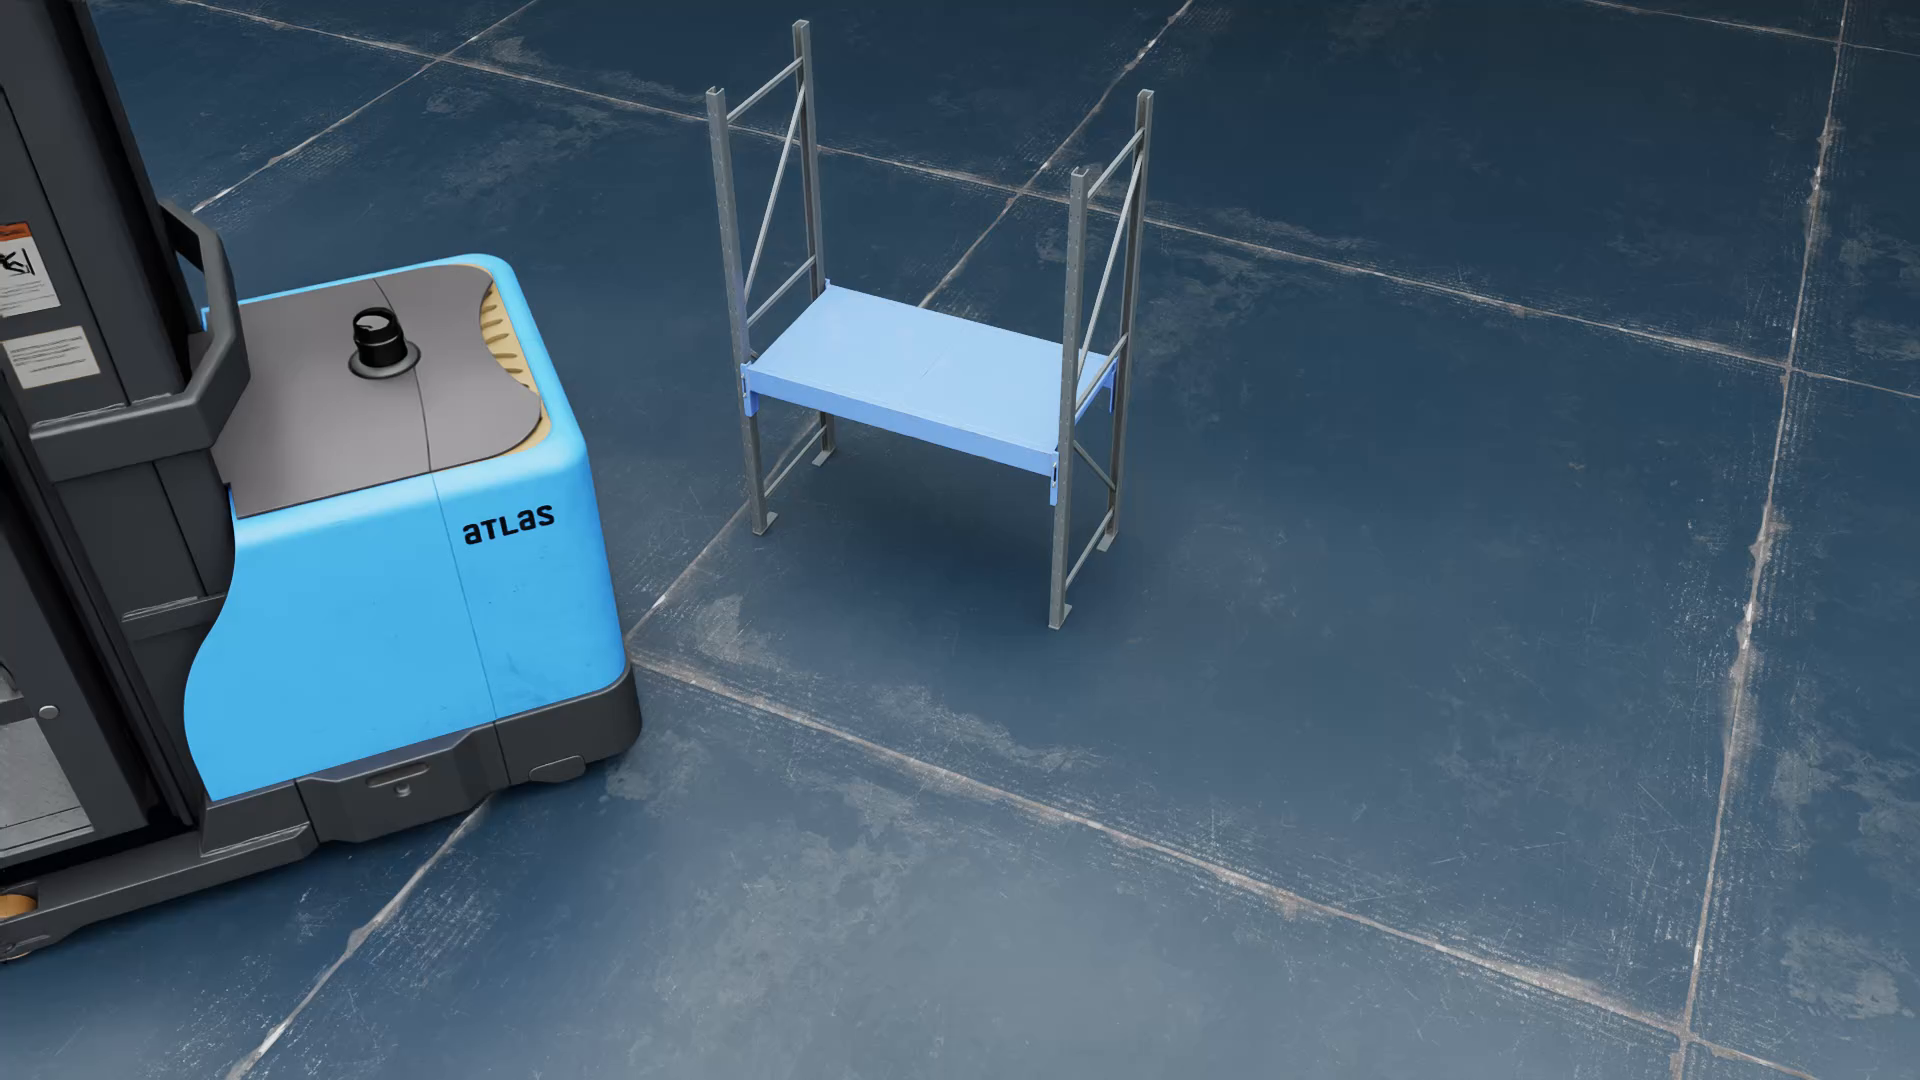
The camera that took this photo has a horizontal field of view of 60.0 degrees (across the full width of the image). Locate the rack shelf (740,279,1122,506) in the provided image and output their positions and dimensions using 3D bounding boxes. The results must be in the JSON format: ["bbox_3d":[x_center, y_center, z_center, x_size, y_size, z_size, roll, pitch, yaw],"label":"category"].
[{"bbox_3d":[-0.077,-0.454,4.904,1.000,0.185,0.538,17,44,19],"label":"rack shelf"}]

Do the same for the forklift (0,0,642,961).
[{"bbox_3d":[-2.435,-0.427,3.505,3.031,2.935,1.130,-16,43,-17],"label":"forklift"}]

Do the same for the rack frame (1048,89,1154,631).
[{"bbox_3d":[0.383,-0.450,4.624,0.032,1.500,0.500,17,44,19],"label":"rack frame"}]

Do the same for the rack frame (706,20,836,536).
[{"bbox_3d":[-0.538,-0.731,4.948,0.032,1.500,0.500,17,44,19],"label":"rack frame"}]

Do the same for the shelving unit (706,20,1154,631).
[{"bbox_3d":[-0.077,-0.590,4.786,1.048,1.500,0.538,17,44,19],"label":"shelving unit"}]
